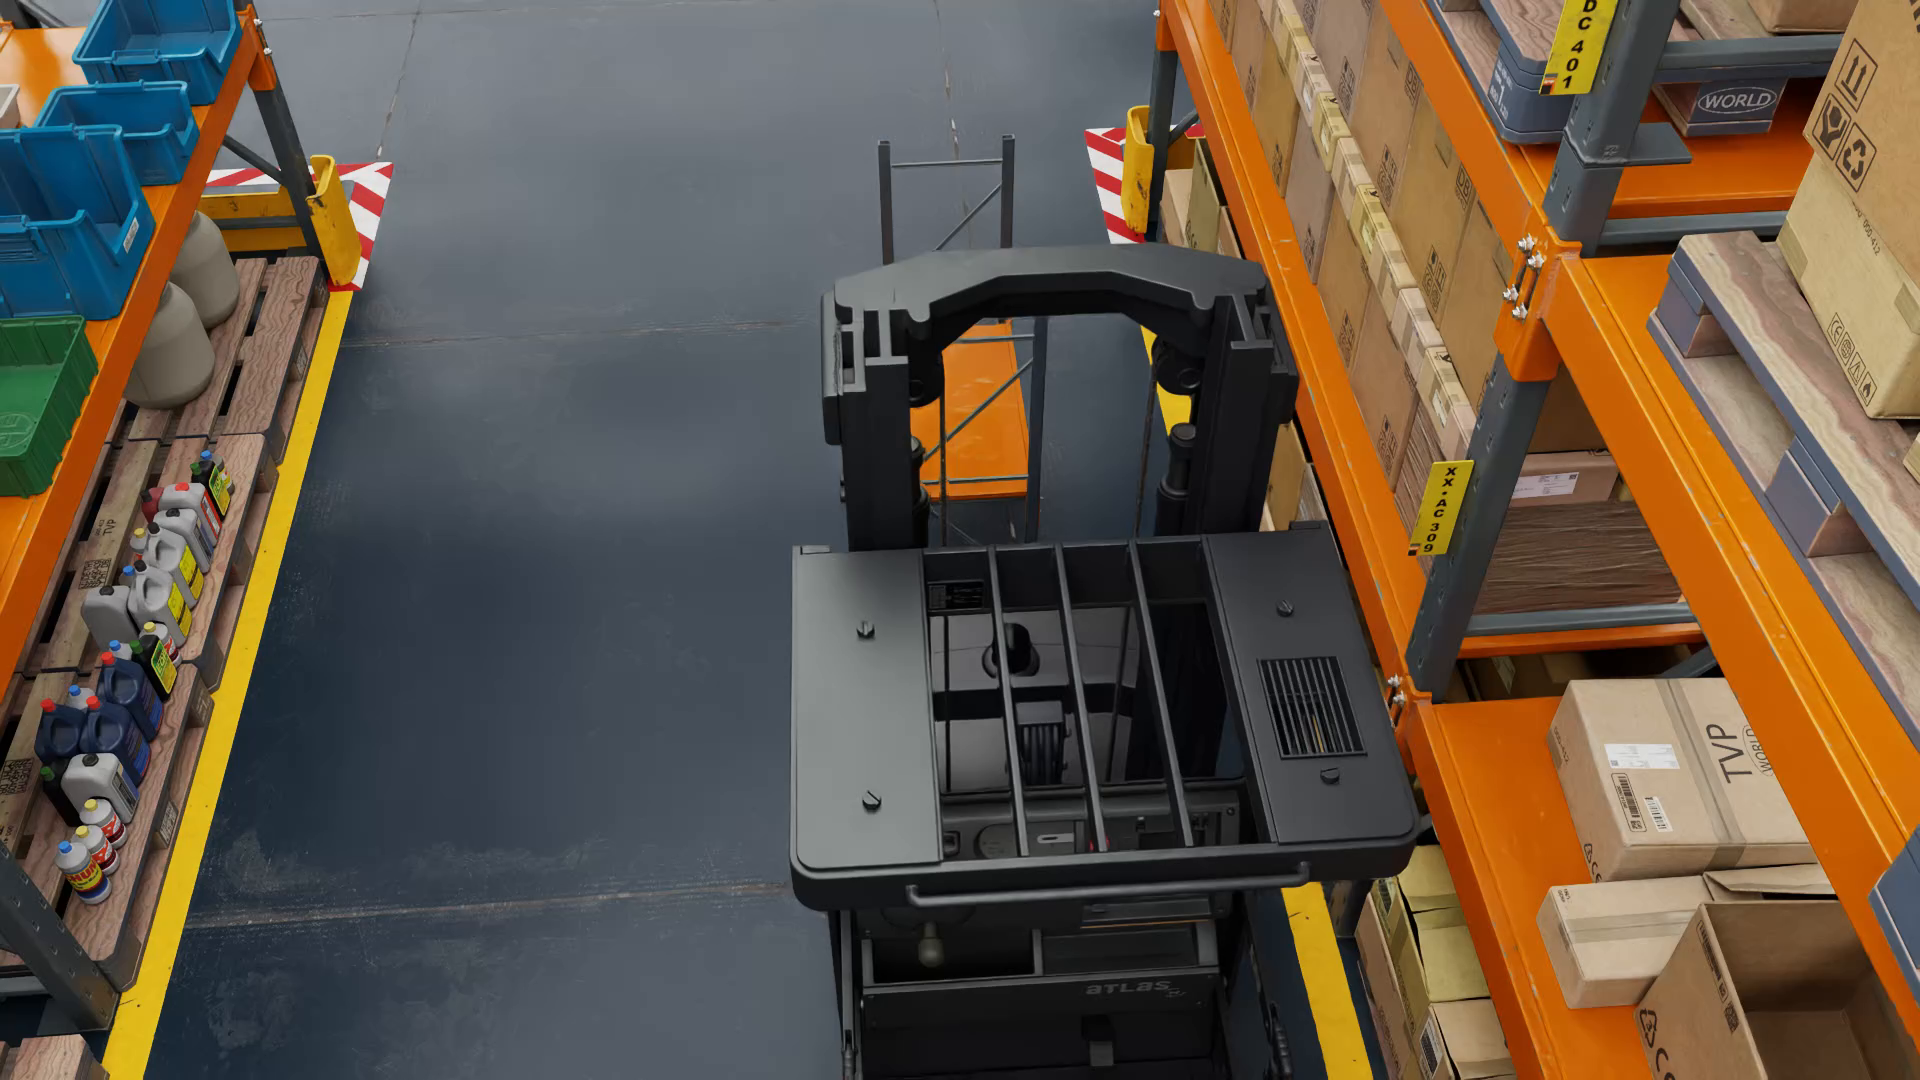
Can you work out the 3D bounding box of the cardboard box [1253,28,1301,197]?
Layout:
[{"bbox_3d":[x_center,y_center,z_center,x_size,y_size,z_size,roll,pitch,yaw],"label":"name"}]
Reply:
[{"bbox_3d":[1.513,-1.636,6.165,0.700,0.500,0.500,-3,47,-3],"label":"cardboard box"}]

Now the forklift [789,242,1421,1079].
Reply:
[{"bbox_3d":[0.225,0.913,3.866,1.130,2.935,3.031,-3,47,-3],"label":"forklift"}]

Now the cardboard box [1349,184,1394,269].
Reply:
[{"bbox_3d":[1.417,-0.963,5.080,0.380,0.149,0.250,-4,47,-3],"label":"cardboard box"}]

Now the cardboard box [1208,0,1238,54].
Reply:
[{"bbox_3d":[1.428,-2.375,6.865,0.700,0.500,0.500,-3,47,-3],"label":"cardboard box"}]

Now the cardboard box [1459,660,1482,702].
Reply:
[{"bbox_3d":[2.000,0.662,5.662,0.500,0.250,0.500,-3,47,-3],"label":"cardboard box"}]

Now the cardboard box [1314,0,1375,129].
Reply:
[{"bbox_3d":[1.567,-1.676,5.309,0.700,0.500,0.500,-3,47,-3],"label":"cardboard box"}]

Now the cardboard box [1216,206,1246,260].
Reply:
[{"bbox_3d":[1.324,-1.012,6.731,0.500,0.500,0.500,-3,47,-3],"label":"cardboard box"}]

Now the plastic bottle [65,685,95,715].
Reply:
[{"bbox_3d":[-2.986,0.593,5.699,0.097,0.271,0.097,0,47,0],"label":"plastic bottle"}]

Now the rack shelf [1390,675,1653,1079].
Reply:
[{"bbox_3d":[1.904,1.909,3.372,1.077,0.370,4.000,-3,47,-3],"label":"rack shelf"}]

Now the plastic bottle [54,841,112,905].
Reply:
[{"bbox_3d":[-2.789,1.043,5.273,0.097,0.271,0.097,0,47,0],"label":"plastic bottle"}]

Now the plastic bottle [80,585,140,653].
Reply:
[{"bbox_3d":[-3.050,0.272,5.999,0.152,0.276,0.135,-3,47,-3],"label":"plastic bottle"}]

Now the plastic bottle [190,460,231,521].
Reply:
[{"bbox_3d":[-2.916,-0.213,6.453,0.061,0.283,0.133,-2,47,-2],"label":"plastic bottle"}]

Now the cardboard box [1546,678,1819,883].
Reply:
[{"bbox_3d":[1.822,0.620,4.200,0.500,0.250,0.500,-1,47,-1],"label":"cardboard box"}]

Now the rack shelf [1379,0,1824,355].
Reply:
[{"bbox_3d":[1.570,-2.017,5.023,1.077,0.370,4.000,-3,47,-3],"label":"rack shelf"}]

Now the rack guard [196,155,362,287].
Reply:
[{"bbox_3d":[-3.481,-1.469,7.797,1.175,0.500,0.348,-3,47,-3],"label":"rack guard"}]

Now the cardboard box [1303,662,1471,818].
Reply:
[{"bbox_3d":[1.480,0.693,5.632,0.500,0.250,0.500,-3,47,-3],"label":"cardboard box"}]

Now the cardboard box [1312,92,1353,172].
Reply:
[{"bbox_3d":[1.371,-1.337,5.435,0.380,0.149,0.250,-2,47,-2],"label":"cardboard box"}]

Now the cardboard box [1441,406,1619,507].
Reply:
[{"bbox_3d":[1.501,-0.227,4.383,0.380,0.149,0.250,-4,47,-3],"label":"cardboard box"}]

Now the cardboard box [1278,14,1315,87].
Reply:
[{"bbox_3d":[1.330,-1.708,5.786,0.380,0.149,0.250,-4,47,-4],"label":"cardboard box"}]

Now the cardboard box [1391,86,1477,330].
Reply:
[{"bbox_3d":[1.650,-0.952,4.623,0.700,0.500,0.500,-4,47,-3],"label":"cardboard box"}]

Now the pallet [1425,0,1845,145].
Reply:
[{"bbox_3d":[1.640,-1.402,4.007,1.003,0.211,1.213,-3,47,-3],"label":"pallet"}]

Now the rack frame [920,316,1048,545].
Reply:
[{"bbox_3d":[0.035,-0.210,5.916,0.500,1.500,0.032,-3,47,-3],"label":"rack frame"}]

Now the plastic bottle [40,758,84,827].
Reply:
[{"bbox_3d":[-2.950,0.813,5.482,0.061,0.283,0.133,-3,47,-3],"label":"plastic bottle"}]

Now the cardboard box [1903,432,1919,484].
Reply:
[{"bbox_3d":[1.828,-0.066,2.495,0.500,0.250,0.500,-8,47,-7],"label":"cardboard box"}]

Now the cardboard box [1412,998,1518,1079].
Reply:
[{"bbox_3d":[1.560,1.499,4.482,0.500,0.311,0.500,-4,47,-4],"label":"cardboard box"}]

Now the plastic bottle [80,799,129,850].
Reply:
[{"bbox_3d":[-2.806,0.920,5.437,0.097,0.201,0.097,0,47,0],"label":"plastic bottle"}]

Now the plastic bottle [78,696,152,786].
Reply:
[{"bbox_3d":[-2.853,0.663,5.577,0.144,0.351,0.185,-2,47,-2],"label":"plastic bottle"}]

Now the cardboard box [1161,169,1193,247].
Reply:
[{"bbox_3d":[1.225,-1.477,7.687,0.500,0.250,0.500,-3,47,-3],"label":"cardboard box"}]

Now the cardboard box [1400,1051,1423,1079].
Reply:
[{"bbox_3d":[1.565,1.692,4.686,0.500,0.250,0.500,-2,47,-2],"label":"cardboard box"}]

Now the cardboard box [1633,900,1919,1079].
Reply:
[{"bbox_3d":[1.829,1.118,3.556,0.500,0.500,0.500,0,47,0],"label":"cardboard box"}]

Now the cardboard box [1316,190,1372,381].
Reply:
[{"bbox_3d":[1.605,-0.885,5.453,0.700,0.500,0.500,-3,47,-3],"label":"cardboard box"}]

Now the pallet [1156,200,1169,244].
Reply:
[{"bbox_3d":[1.508,-1.170,7.713,1.003,0.211,1.213,-3,47,-3],"label":"pallet"}]

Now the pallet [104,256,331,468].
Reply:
[{"bbox_3d":[-3.418,-0.782,7.345,1.003,0.211,1.213,-3,47,-3],"label":"pallet"}]

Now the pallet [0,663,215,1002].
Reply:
[{"bbox_3d":[-3.214,0.983,5.673,1.003,0.211,1.213,-3,47,-3],"label":"pallet"}]

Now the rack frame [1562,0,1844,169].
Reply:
[{"bbox_3d":[1.737,-1.848,2.303,1.000,3.000,0.127,-3,47,-3],"label":"rack frame"}]

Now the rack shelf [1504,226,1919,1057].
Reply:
[{"bbox_3d":[1.904,0.878,2.283,1.077,0.370,4.000,-3,47,-3],"label":"rack shelf"}]

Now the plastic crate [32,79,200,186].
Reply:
[{"bbox_3d":[-3.145,-1.516,6.222,0.499,0.251,0.408,-3,47,-3],"label":"plastic crate"}]

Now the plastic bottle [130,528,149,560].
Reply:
[{"bbox_3d":[-3.061,0.037,6.273,0.097,0.201,0.097,0,47,0],"label":"plastic bottle"}]

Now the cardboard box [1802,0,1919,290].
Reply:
[{"bbox_3d":[1.749,-0.719,2.597,0.500,0.500,0.500,-3,47,-3],"label":"cardboard box"}]

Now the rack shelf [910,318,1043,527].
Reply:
[{"bbox_3d":[-0.007,-0.454,6.395,0.538,0.185,1.000,-3,47,-3],"label":"rack shelf"}]

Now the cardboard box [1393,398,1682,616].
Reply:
[{"bbox_3d":[1.694,-0.140,4.748,0.700,0.500,0.500,-5,47,-4],"label":"cardboard box"}]

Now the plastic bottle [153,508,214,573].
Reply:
[{"bbox_3d":[-2.938,-0.009,6.266,0.152,0.276,0.135,-5,47,-4],"label":"plastic bottle"}]

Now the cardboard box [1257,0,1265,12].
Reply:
[{"bbox_3d":[1.284,-2.086,6.144,0.380,0.149,0.250,-4,47,-4],"label":"cardboard box"}]

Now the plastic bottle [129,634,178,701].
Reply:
[{"bbox_3d":[-2.842,0.428,5.847,0.061,0.283,0.133,-2,47,-2],"label":"plastic bottle"}]

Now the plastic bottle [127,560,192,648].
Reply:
[{"bbox_3d":[-2.905,0.219,5.998,0.144,0.351,0.185,-4,47,-4],"label":"plastic bottle"}]

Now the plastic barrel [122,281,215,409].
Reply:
[{"bbox_3d":[-3.361,-0.836,6.900,0.421,0.512,0.421,0,47,0],"label":"plastic barrel"}]

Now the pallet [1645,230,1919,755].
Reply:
[{"bbox_3d":[1.824,-0.114,2.858,0.805,0.209,1.217,-5,47,-5],"label":"pallet"}]

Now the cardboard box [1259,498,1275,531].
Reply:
[{"bbox_3d":[1.392,-0.030,6.317,0.500,0.250,0.500,-3,47,-3],"label":"cardboard box"}]

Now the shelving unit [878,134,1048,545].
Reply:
[{"bbox_3d":[-0.006,-0.571,6.258,0.587,1.500,1.083,-3,47,-3],"label":"shelving unit"}]

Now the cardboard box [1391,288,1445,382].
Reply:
[{"bbox_3d":[1.458,-0.595,4.732,0.380,0.149,0.250,-5,47,-4],"label":"cardboard box"}]

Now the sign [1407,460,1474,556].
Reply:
[{"bbox_3d":[1.184,-0.075,4.105,0.100,0.325,0.005,-3,47,-3],"label":"sign"}]

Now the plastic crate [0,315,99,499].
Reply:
[{"bbox_3d":[-3.032,-0.413,5.222,0.450,0.188,0.662,-3,47,-3],"label":"plastic crate"}]

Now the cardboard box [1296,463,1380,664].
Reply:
[{"bbox_3d":[1.450,0.073,5.703,0.500,0.500,0.500,-3,47,-3],"label":"cardboard box"}]

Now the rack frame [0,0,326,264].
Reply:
[{"bbox_3d":[-3.534,-2.381,6.939,1.000,3.000,0.127,-3,47,-3],"label":"rack frame"}]

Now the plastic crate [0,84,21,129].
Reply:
[{"bbox_3d":[-3.780,-1.623,6.403,0.298,0.136,0.250,-3,47,-3],"label":"plastic crate"}]
